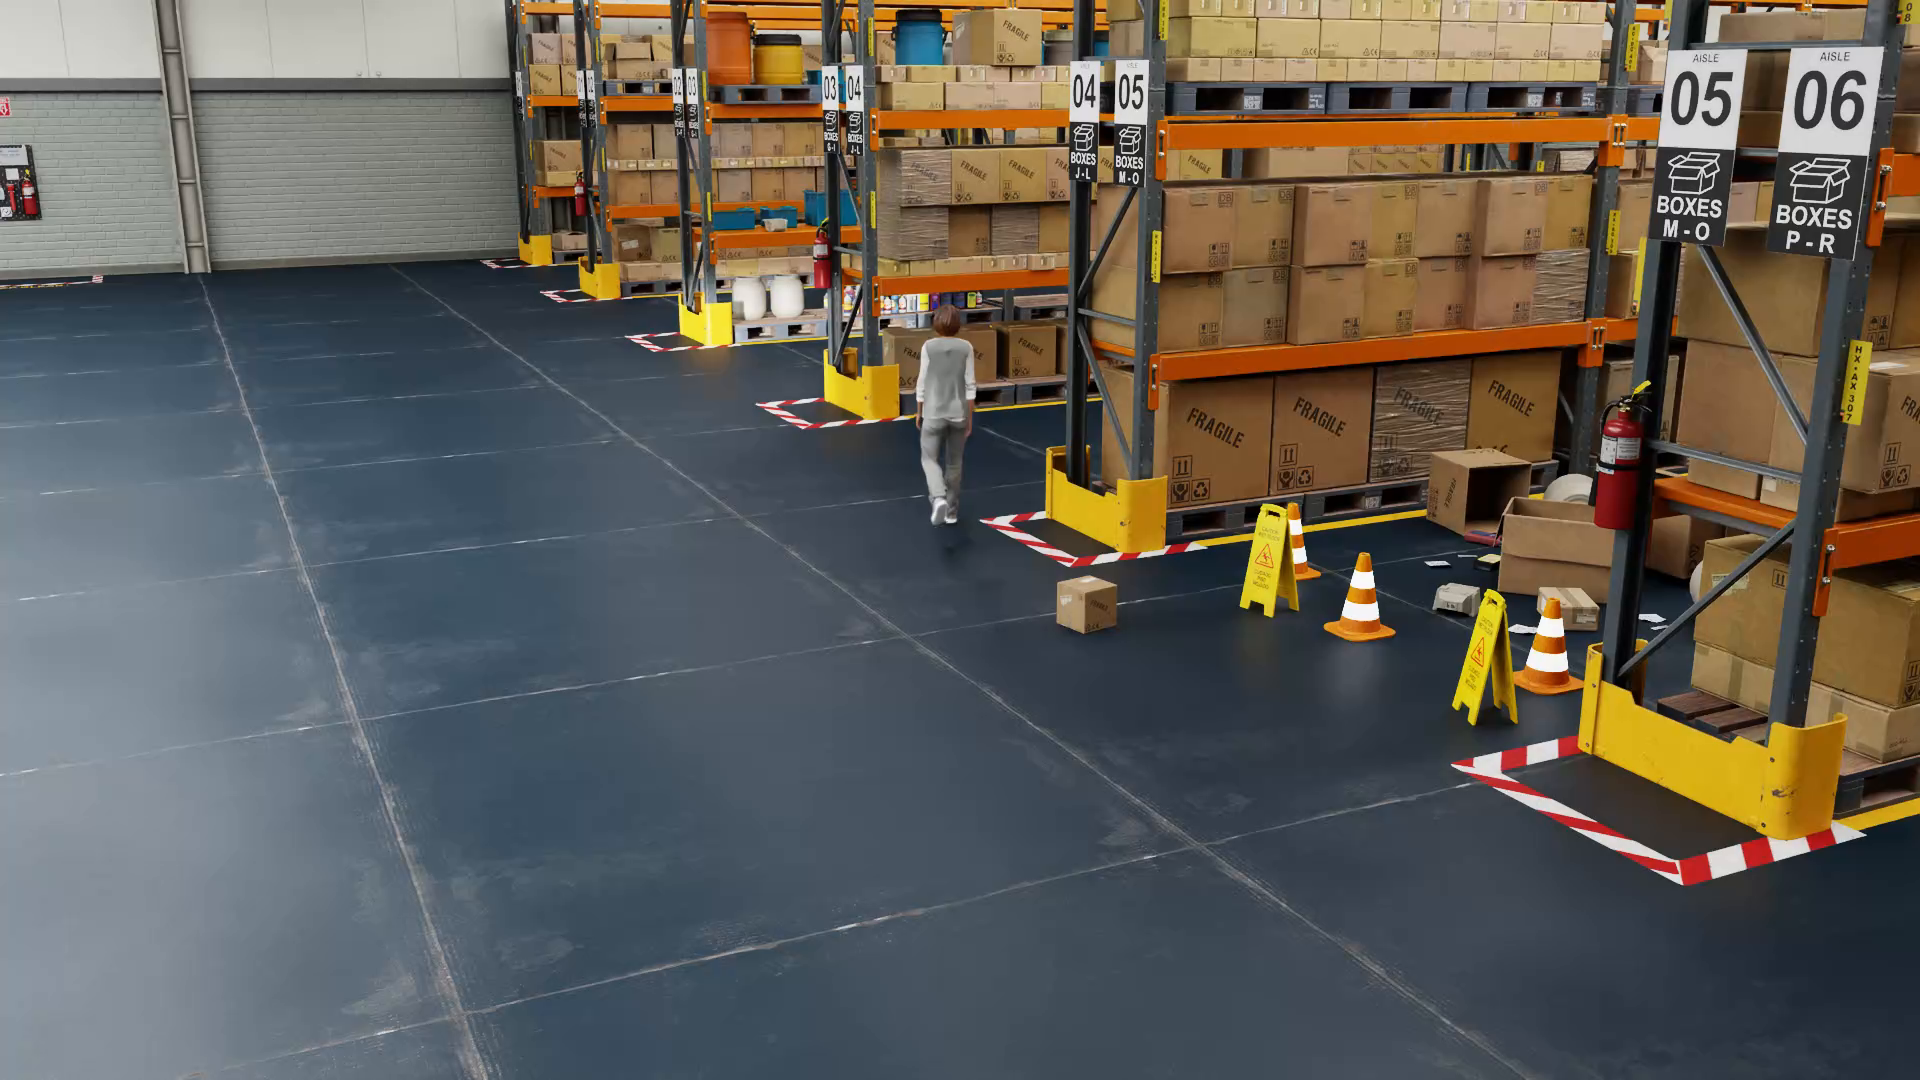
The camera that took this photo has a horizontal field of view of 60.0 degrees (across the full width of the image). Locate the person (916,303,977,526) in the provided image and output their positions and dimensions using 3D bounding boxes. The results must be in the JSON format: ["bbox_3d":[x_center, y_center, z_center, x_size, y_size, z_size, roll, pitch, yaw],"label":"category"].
[{"bbox_3d":[-0.089,-0.845,11.537,0.413,1.580,0.723,-2,16,-8],"label":"person"}]
